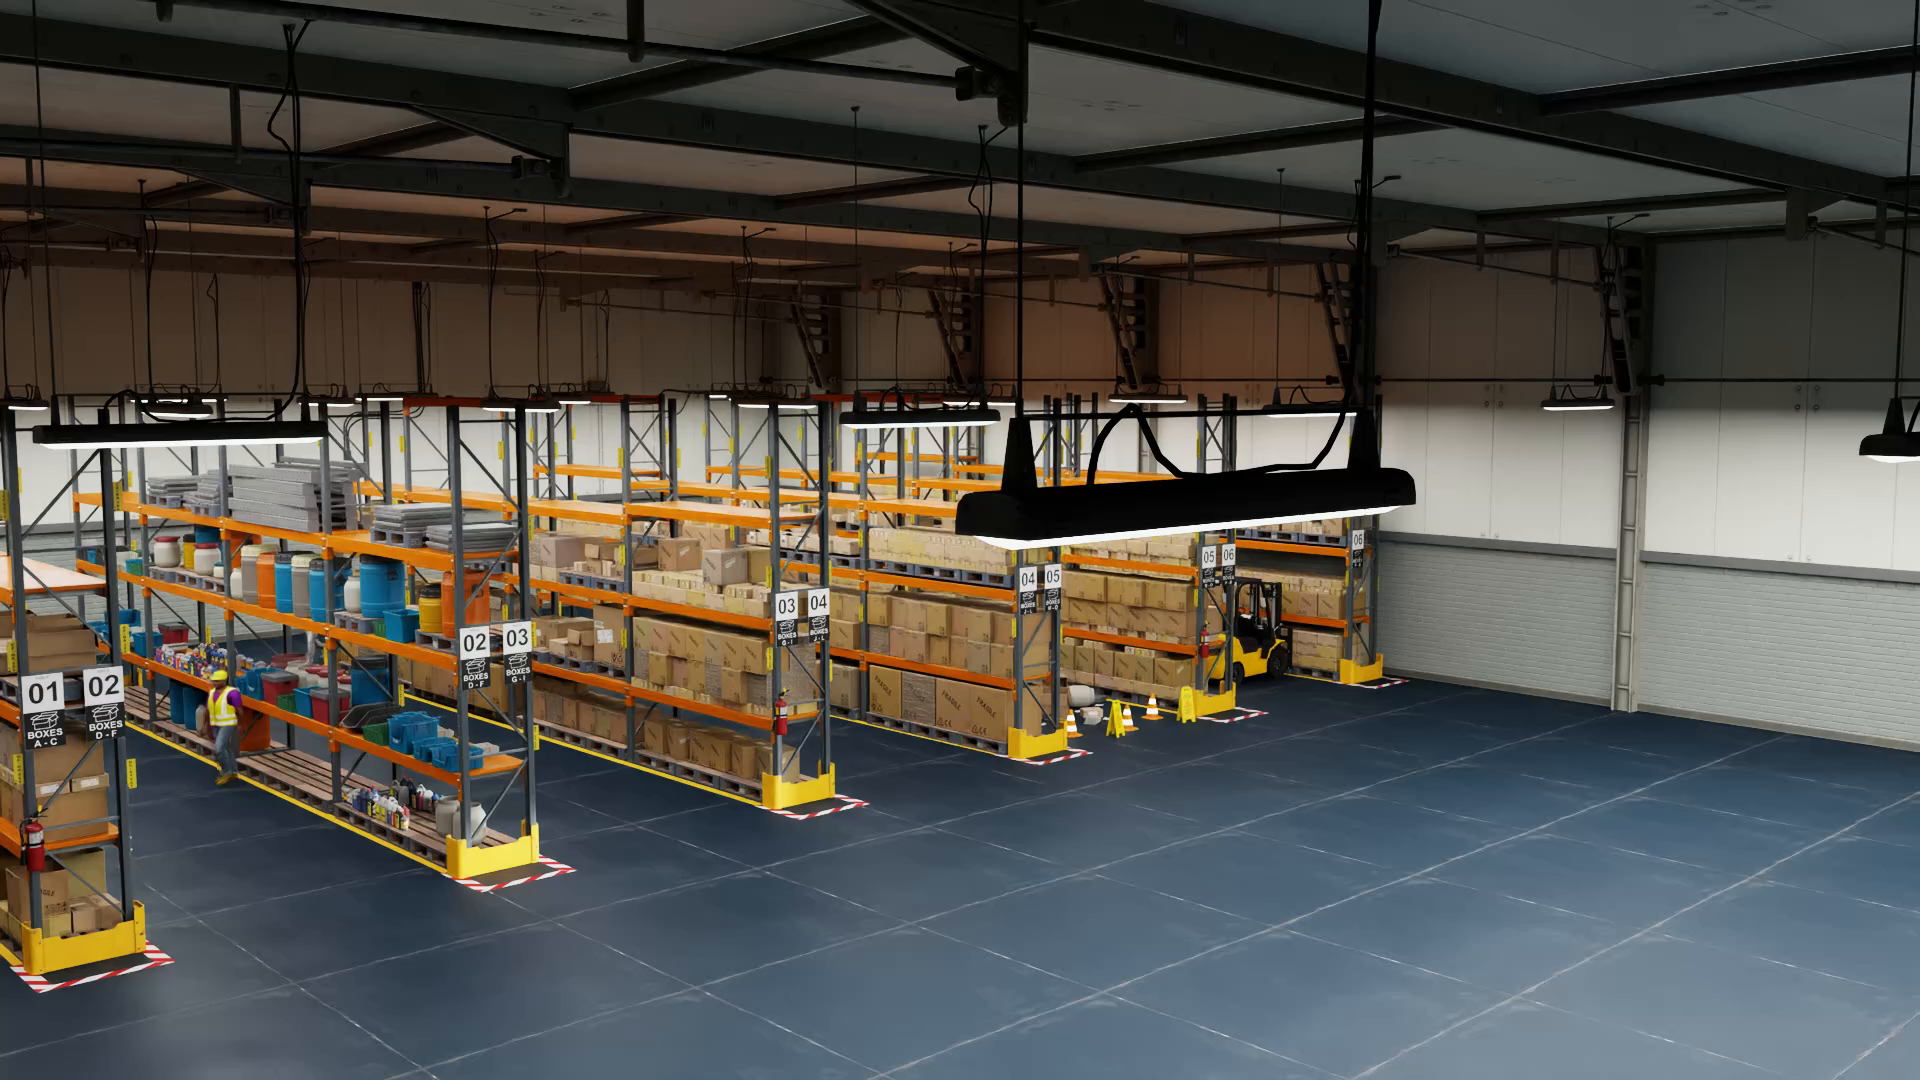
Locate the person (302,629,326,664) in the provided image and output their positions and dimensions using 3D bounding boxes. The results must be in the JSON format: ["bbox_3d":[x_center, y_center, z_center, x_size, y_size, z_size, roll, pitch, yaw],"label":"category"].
[{"bbox_3d":[-14.377,1.882,37.092,0.612,1.748,0.870,3,6,27],"label":"person"}]

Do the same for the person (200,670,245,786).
[{"bbox_3d":[-11.513,2.911,25.946,0.627,1.781,0.494,3,6,26],"label":"person"}]
